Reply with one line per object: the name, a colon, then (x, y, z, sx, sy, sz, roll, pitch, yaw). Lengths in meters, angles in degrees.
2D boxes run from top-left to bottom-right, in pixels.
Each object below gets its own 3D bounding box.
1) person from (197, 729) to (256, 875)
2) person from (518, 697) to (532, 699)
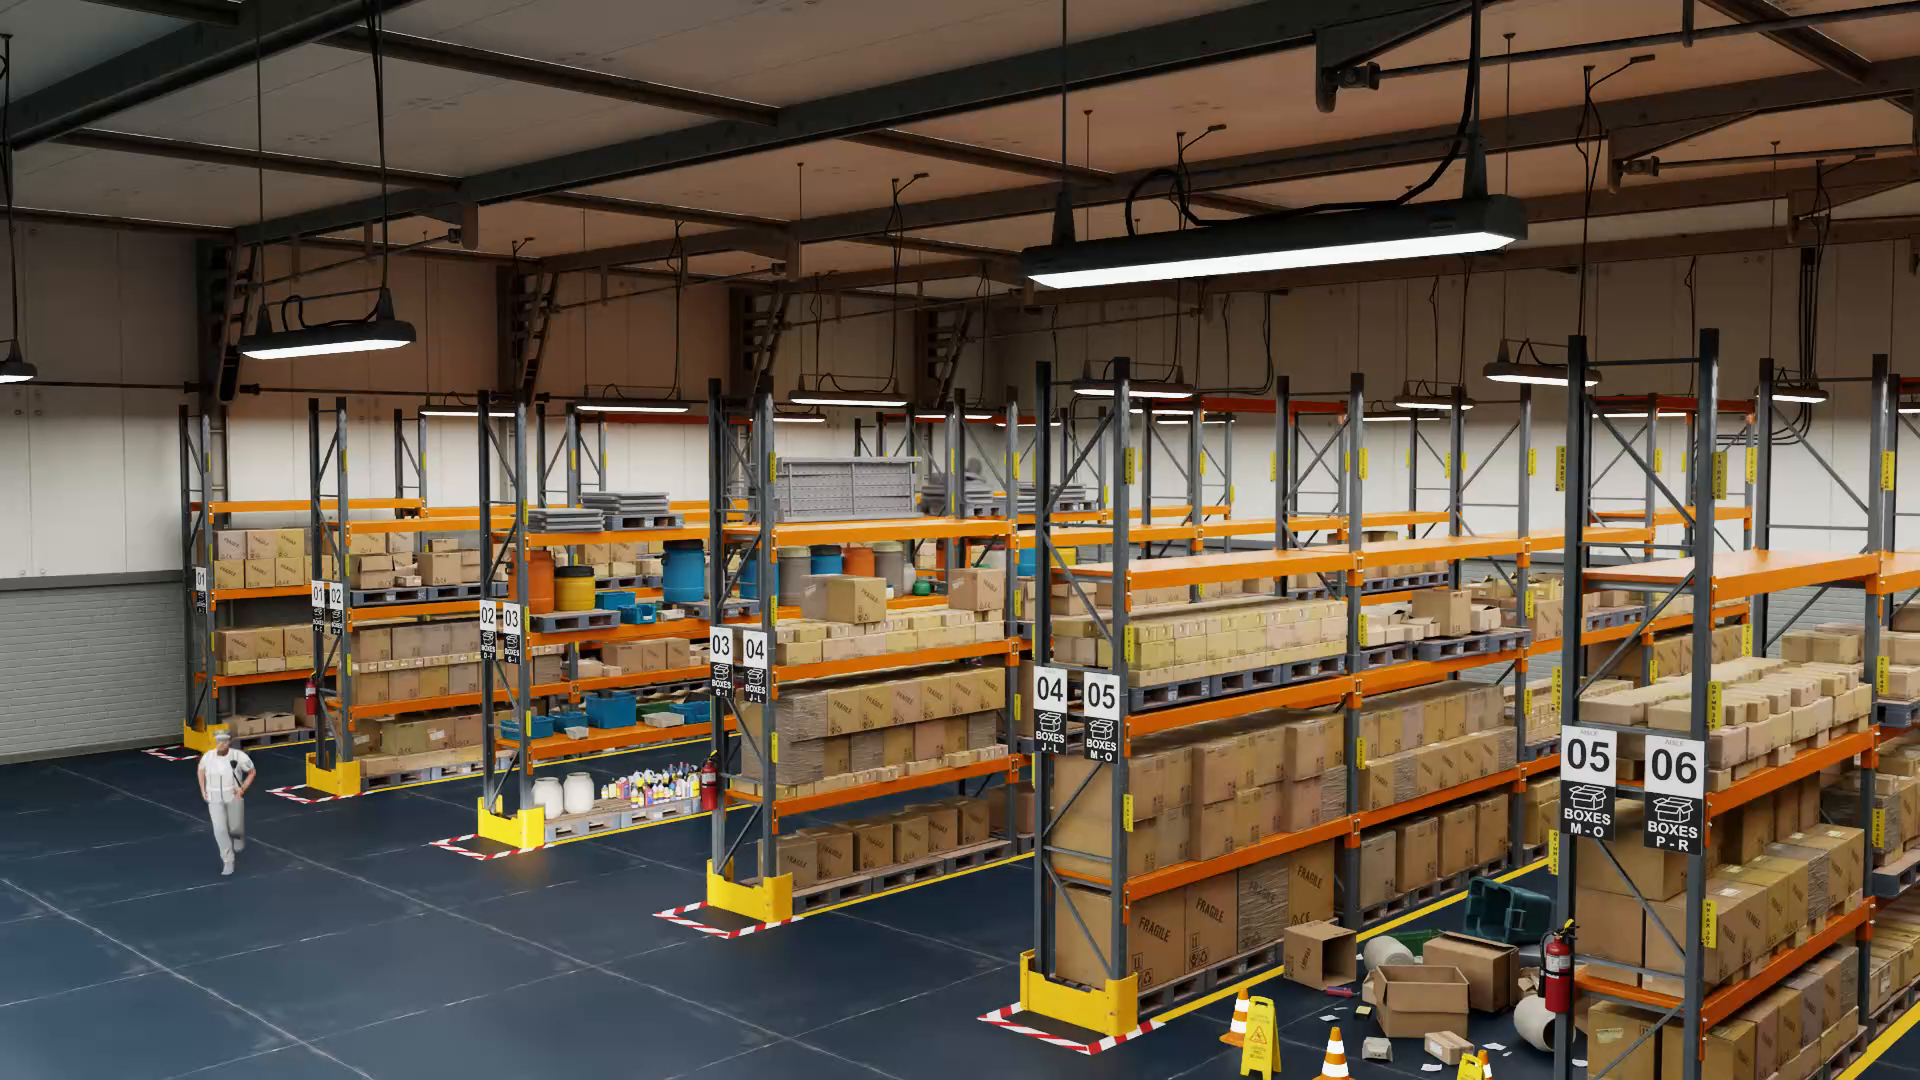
person: (-9.136, 3.212, 20.712, 0.688, 1.771, 0.843, -1, 3, -14)
person: (-7.943, 2.783, 30.353, 0.547, 1.563, 0.755, 2, 3, 30)
